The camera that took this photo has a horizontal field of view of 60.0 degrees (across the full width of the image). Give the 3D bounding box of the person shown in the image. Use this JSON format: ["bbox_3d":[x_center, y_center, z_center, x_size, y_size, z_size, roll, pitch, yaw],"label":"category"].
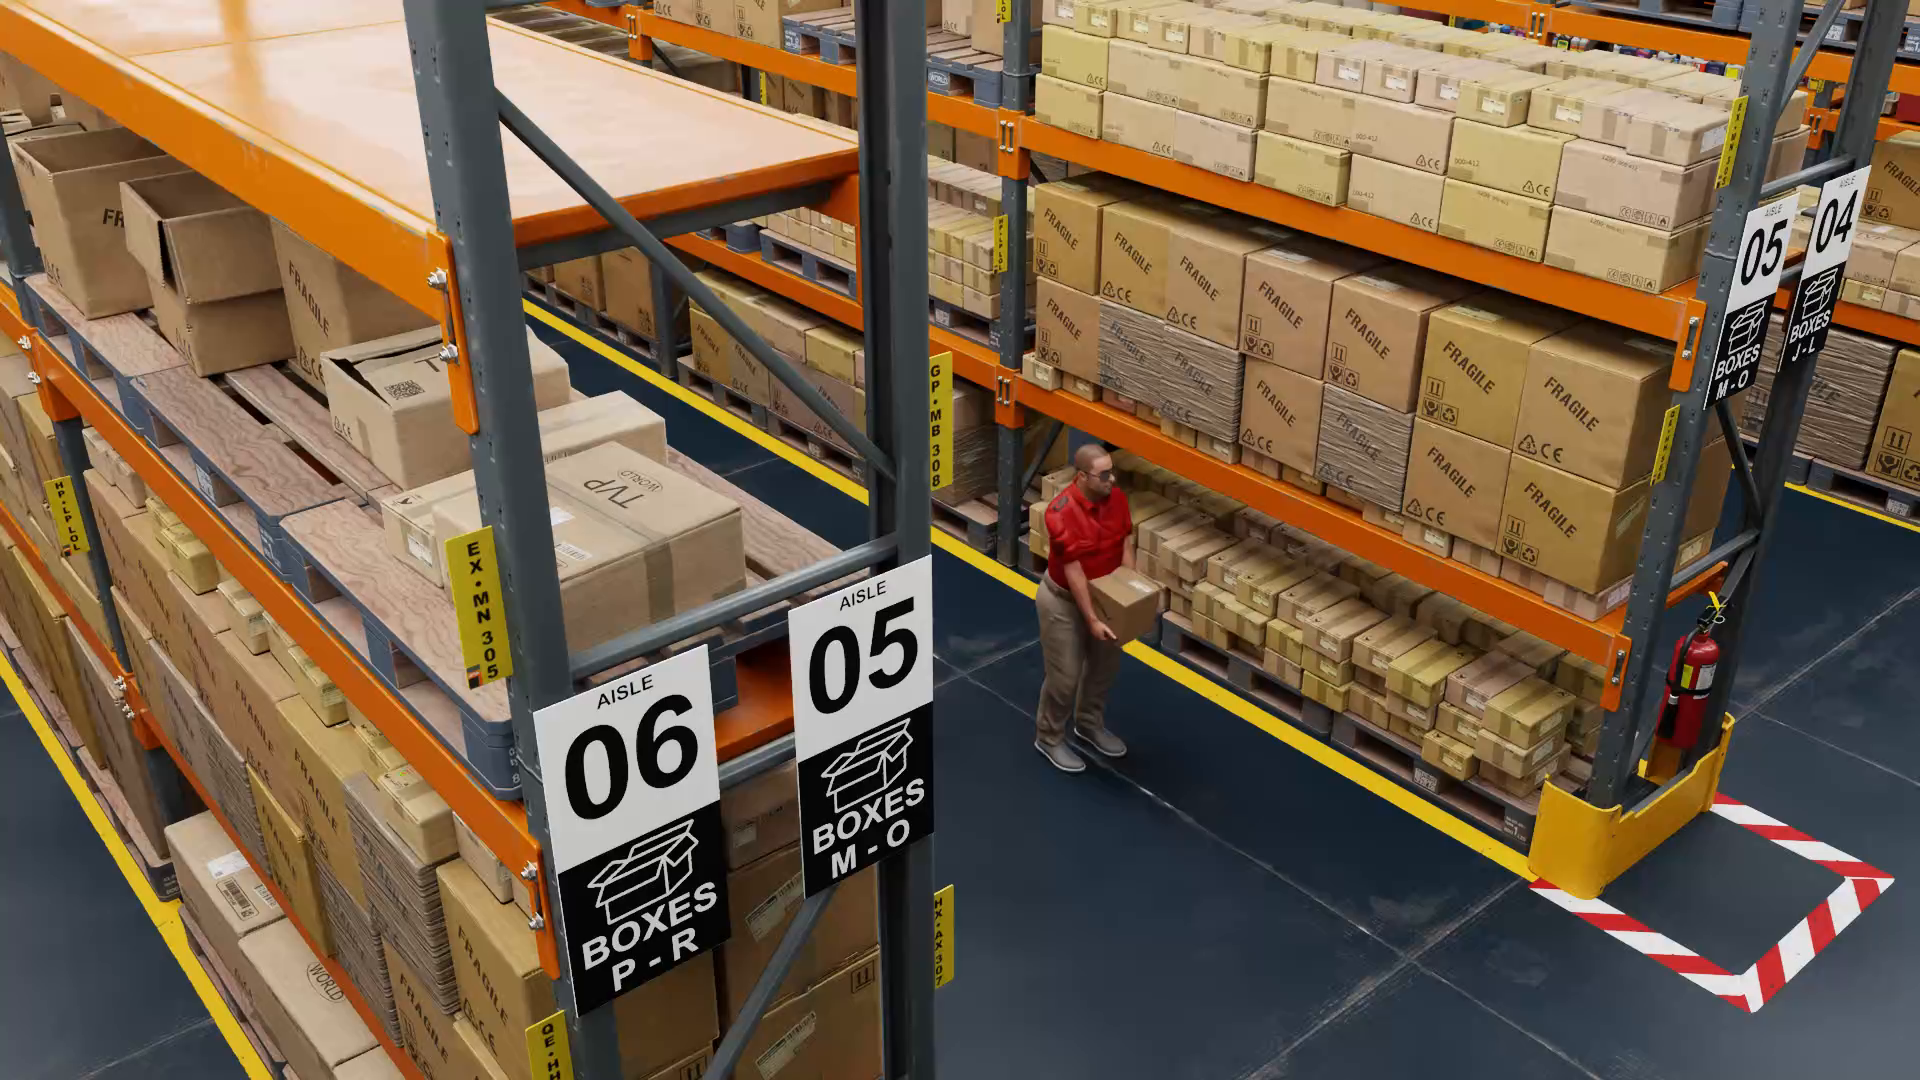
[{"bbox_3d":[0.666,0.339,8.186,0.489,1.726,0.553,-23,36,-36],"label":"person"}]
